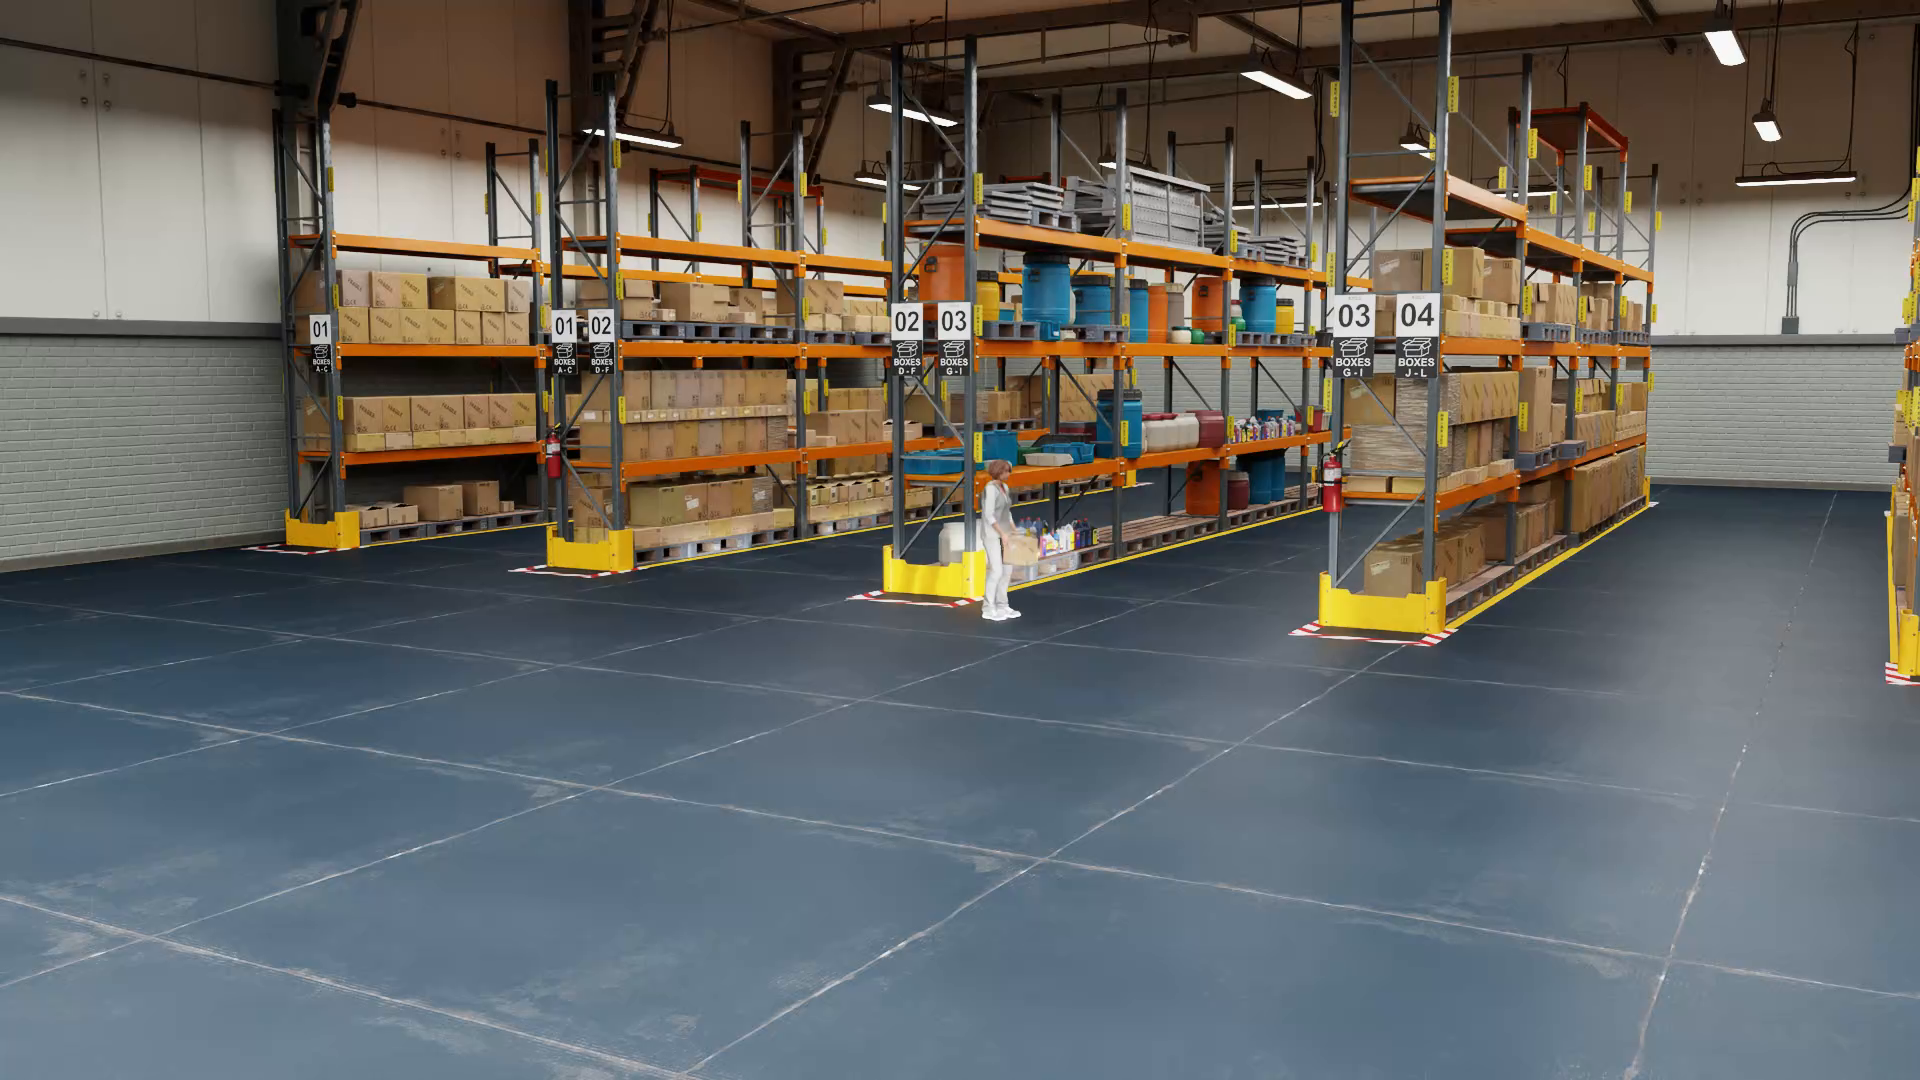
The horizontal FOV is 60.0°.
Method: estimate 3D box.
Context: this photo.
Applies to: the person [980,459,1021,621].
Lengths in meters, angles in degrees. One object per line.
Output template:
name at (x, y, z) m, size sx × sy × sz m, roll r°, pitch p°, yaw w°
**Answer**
person at (0.399, -0.013, 16.645) m, size 0.371 × 1.602 × 0.445 m, roll 3°, pitch 7°, yaw 27°
